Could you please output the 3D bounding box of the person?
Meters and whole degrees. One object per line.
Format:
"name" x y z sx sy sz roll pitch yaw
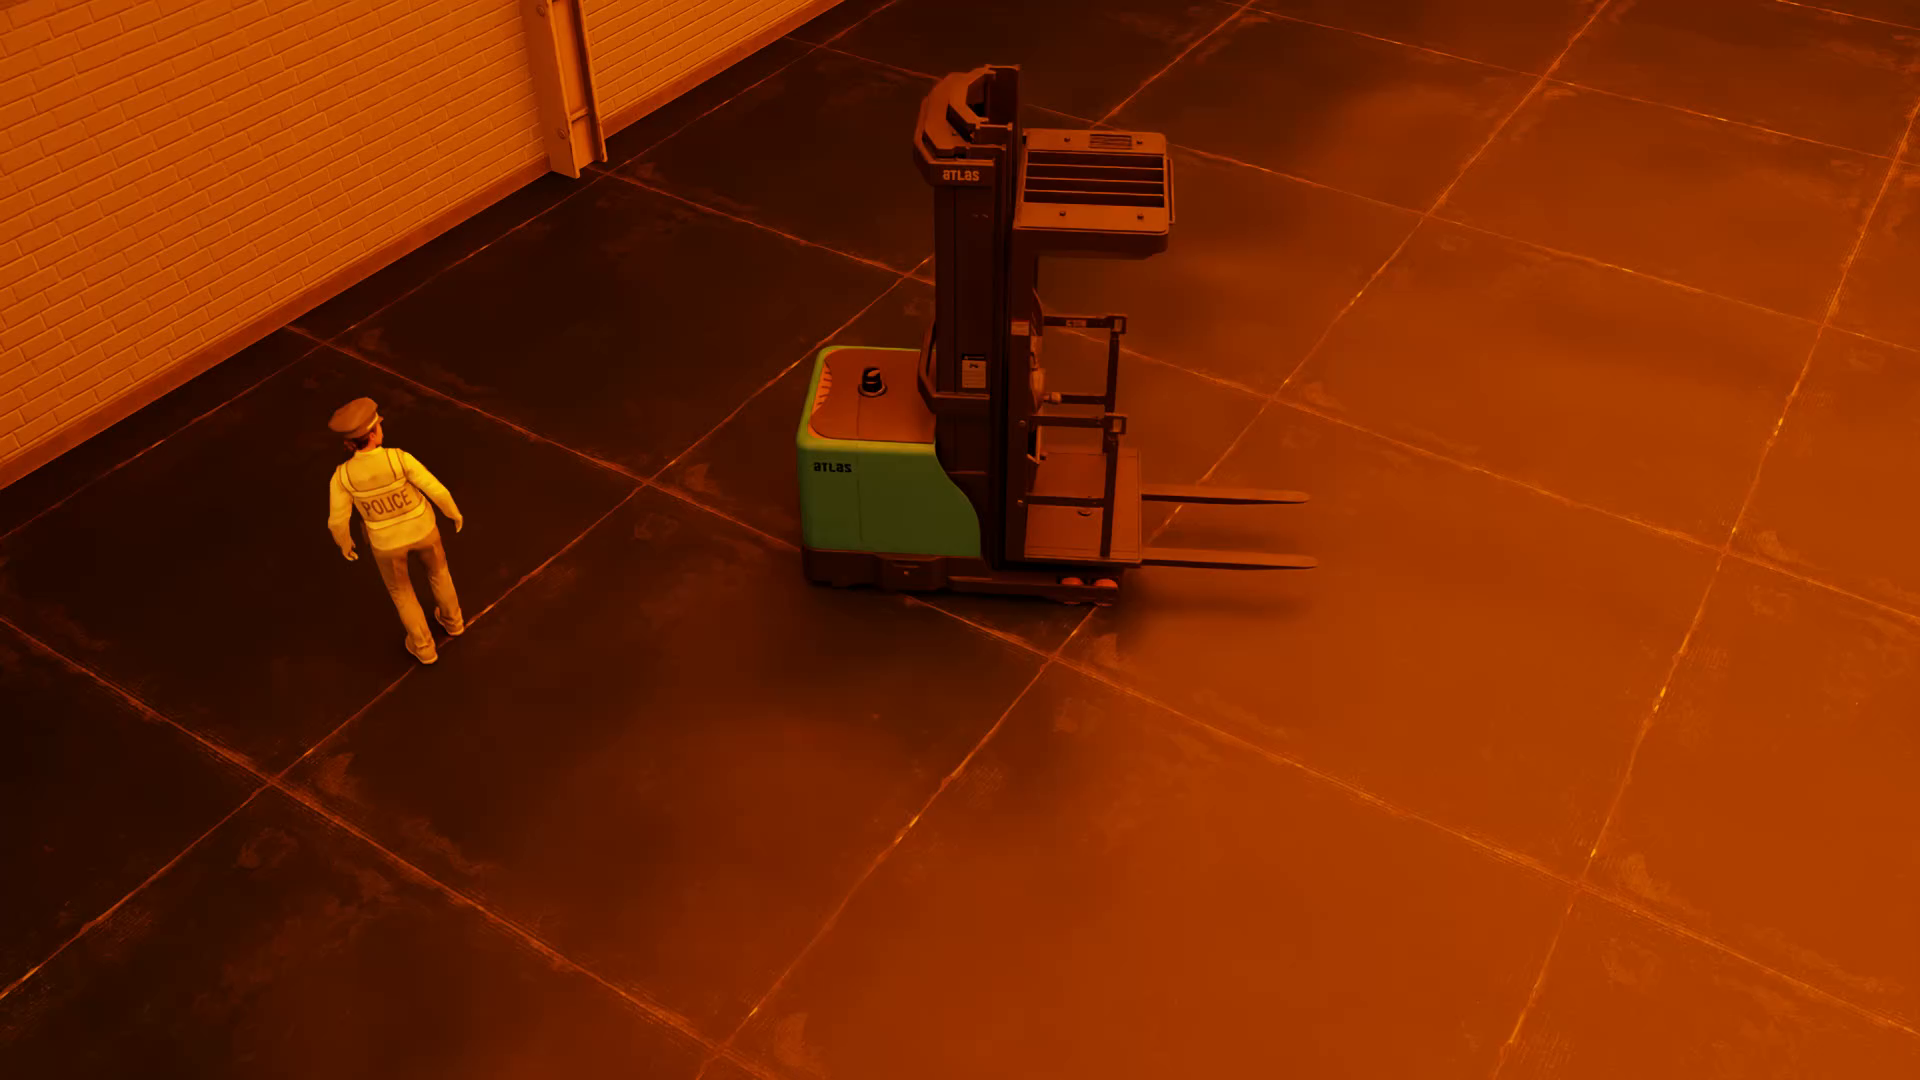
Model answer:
"person" -3.051 -0.061 9.025 0.677 1.660 0.451 -18 43 -20

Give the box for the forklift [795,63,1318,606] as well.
"forklift" 0.609 -1.087 9.250 3.031 2.935 1.130 3 40 3
